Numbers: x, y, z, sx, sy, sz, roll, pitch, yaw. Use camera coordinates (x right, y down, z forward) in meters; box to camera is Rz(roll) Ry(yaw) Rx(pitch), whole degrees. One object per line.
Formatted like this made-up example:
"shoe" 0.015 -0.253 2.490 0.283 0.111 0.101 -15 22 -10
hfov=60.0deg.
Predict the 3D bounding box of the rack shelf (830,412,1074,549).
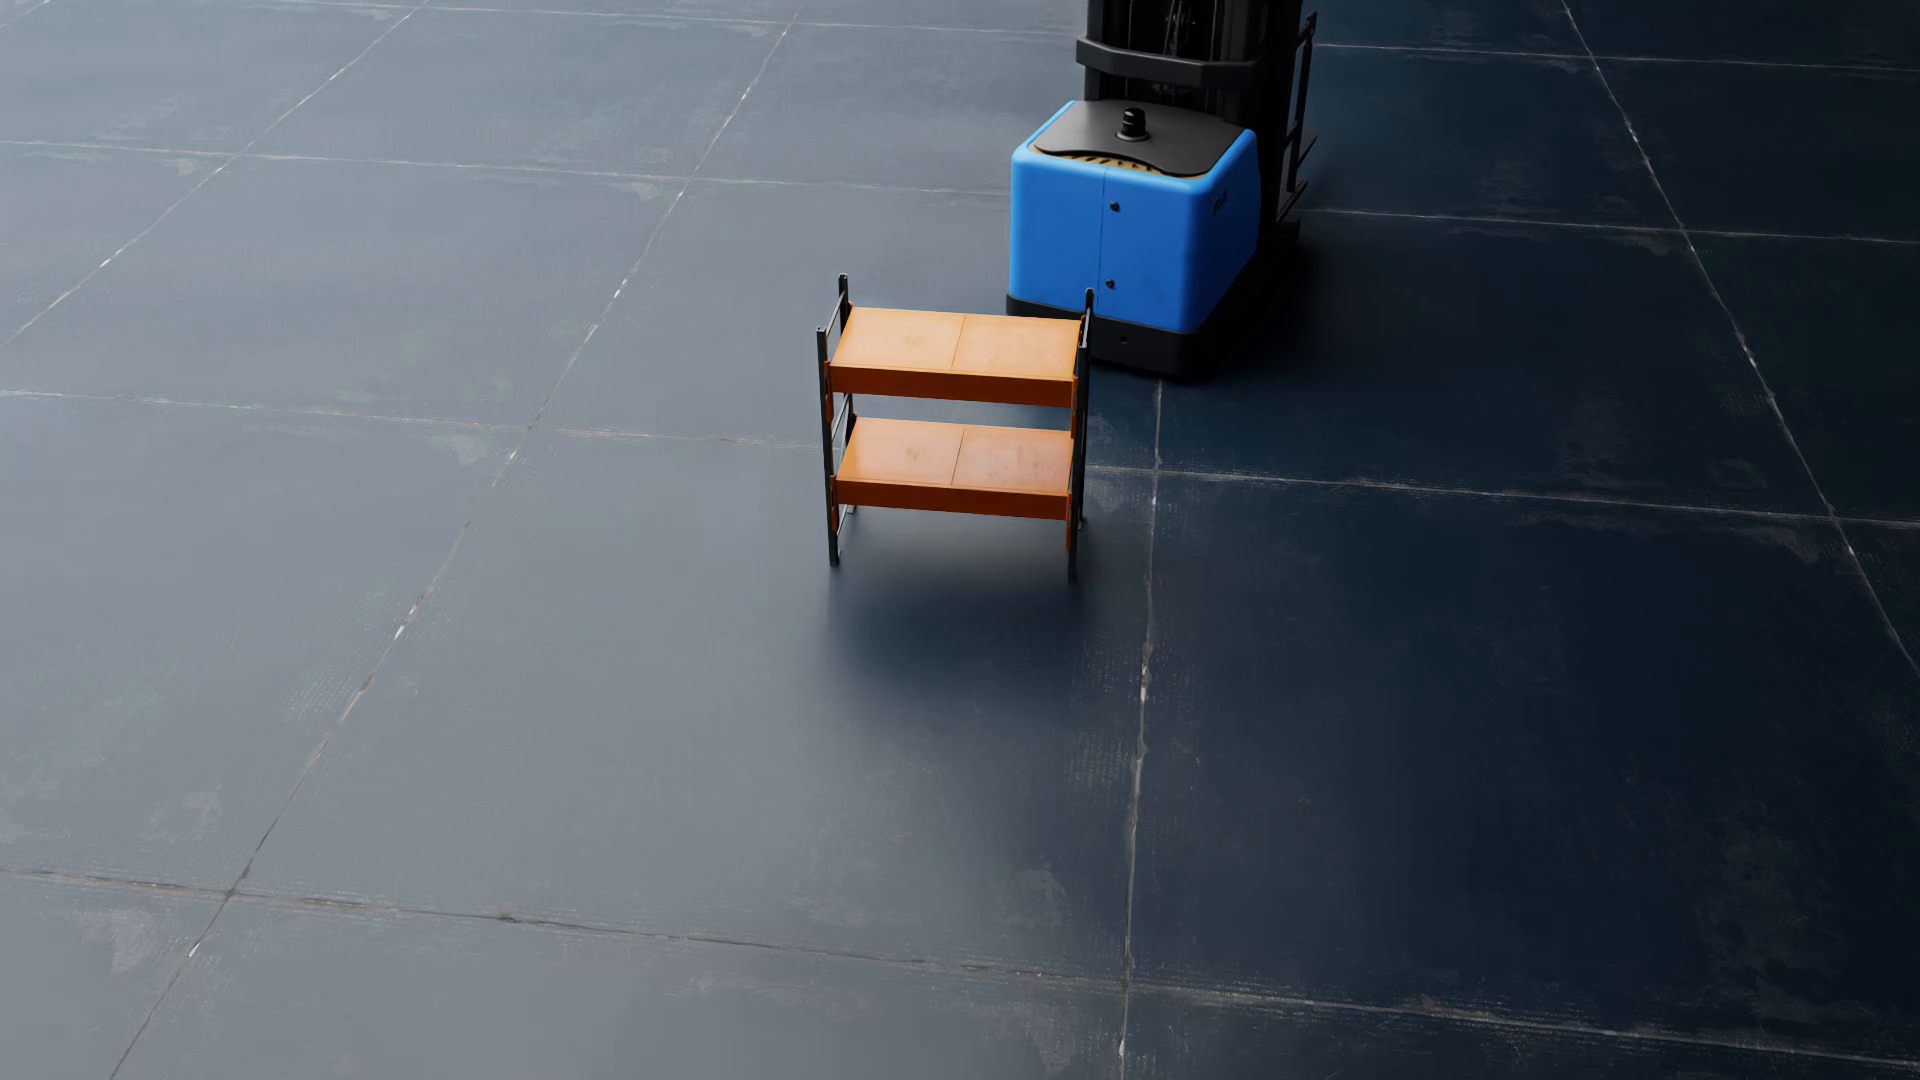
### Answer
"rack shelf" -0.007 -0.259 7.066 1.000 0.278 0.538 4 36 6

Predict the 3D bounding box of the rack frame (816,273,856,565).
"rack frame" -0.511 -0.496 6.977 0.032 1.125 0.500 4 36 6

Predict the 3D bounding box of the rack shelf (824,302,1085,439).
"rack shelf" -0.007 -0.697 6.754 1.000 0.278 0.538 4 36 6

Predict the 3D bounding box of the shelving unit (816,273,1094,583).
"shelving unit" -0.007 -0.458 6.924 1.048 1.125 0.538 4 36 6

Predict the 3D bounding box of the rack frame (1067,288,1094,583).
"rack frame" 0.498 -0.421 6.871 0.032 1.125 0.500 4 36 6

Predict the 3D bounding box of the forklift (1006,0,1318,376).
"forklift" 1.309 -2.856 8.728 1.130 2.935 3.031 15 38 20
